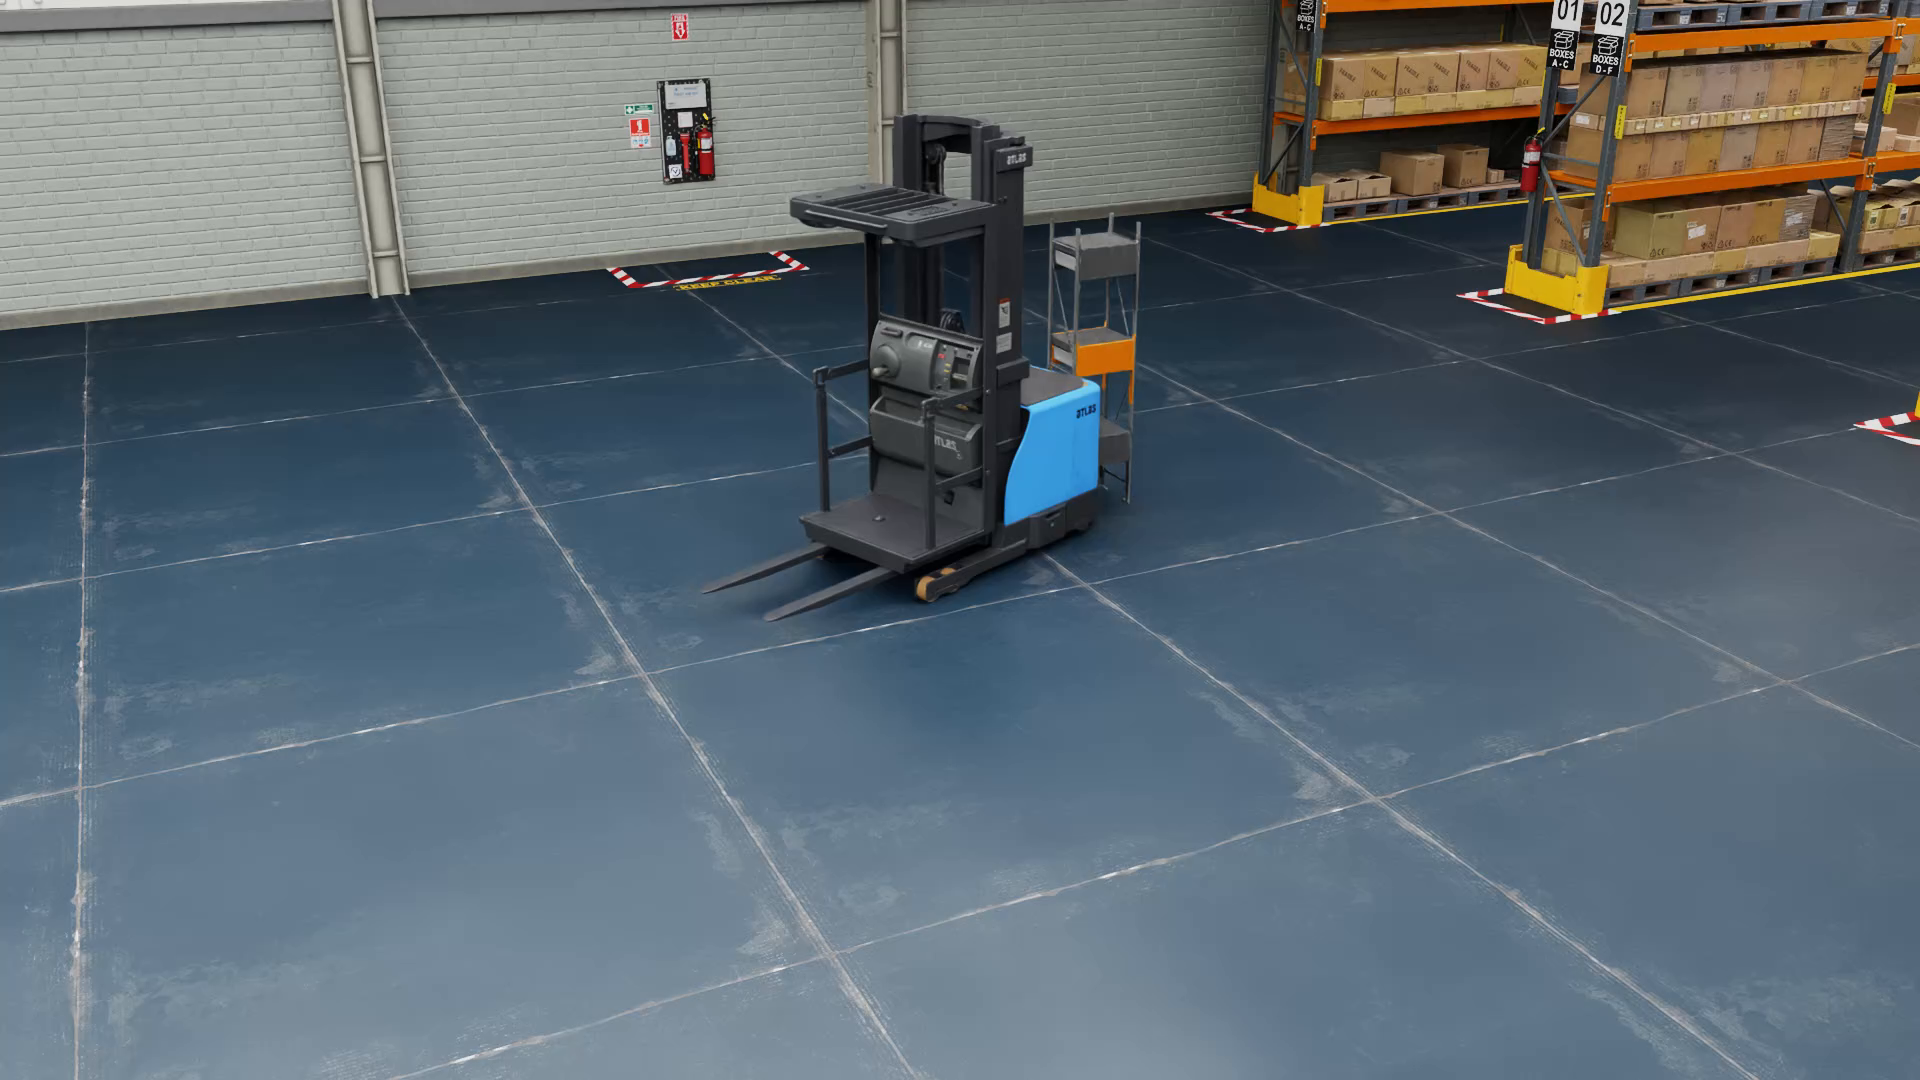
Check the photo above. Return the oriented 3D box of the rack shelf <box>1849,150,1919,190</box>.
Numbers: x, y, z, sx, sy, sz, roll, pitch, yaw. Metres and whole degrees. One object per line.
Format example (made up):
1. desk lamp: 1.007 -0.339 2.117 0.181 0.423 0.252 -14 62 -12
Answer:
1. rack shelf: 11.833 -4.636 19.968 4.000 0.370 1.077 -10 25 -24

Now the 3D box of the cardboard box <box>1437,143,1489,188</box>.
1. cardboard box: 6.961 -5.205 23.096 0.500 0.500 0.500 -12 26 -28

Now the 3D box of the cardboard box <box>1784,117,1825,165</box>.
1. cardboard box: 9.162 -4.517 18.610 0.500 0.500 0.700 -11 25 -24

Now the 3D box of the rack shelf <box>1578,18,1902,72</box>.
1. rack shelf: 8.229 -5.358 17.791 4.000 0.370 1.077 -10 25 -24

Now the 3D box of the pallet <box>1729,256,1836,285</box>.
1. pallet: 9.296 -3.230 19.278 1.213 0.211 1.003 -10 25 -24

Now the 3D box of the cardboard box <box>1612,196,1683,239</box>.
1. cardboard box: 7.676 -3.605 18.603 0.500 0.500 0.500 -10 25 -24

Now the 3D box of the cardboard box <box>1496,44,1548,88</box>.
1. cardboard box: 7.587 -6.444 22.586 0.500 0.500 0.500 -10 25 -24

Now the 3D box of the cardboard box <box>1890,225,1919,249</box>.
1. cardboard box: 10.963 -3.626 19.633 0.500 0.250 0.500 -10 24 -22

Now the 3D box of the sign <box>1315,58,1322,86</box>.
1. sign: 4.511 -5.892 20.931 0.005 0.325 0.100 -10 25 -24

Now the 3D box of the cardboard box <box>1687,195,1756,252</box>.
1. cardboard box: 8.359 -3.503 18.356 0.500 0.500 0.500 -10 25 -24

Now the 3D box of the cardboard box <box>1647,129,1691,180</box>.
1. cardboard box: 7.324 -4.181 17.797 0.500 0.500 0.700 -10 24 -22

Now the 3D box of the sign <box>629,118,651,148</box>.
1. sign: -3.662 -4.662 19.044 0.234 0.329 0.001 -10 25 -24

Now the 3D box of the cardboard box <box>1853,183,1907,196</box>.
1. cardboard box: 11.188 -4.155 20.180 0.500 0.311 0.500 -11 25 -24

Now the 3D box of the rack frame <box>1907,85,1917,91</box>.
1. rack frame: 15.088 -7.670 26.357 0.127 3.000 1.000 -10 25 -24

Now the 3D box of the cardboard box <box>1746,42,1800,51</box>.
1. cardboard box: 12.032 -7.192 24.656 0.500 0.500 0.500 -10 24 -22

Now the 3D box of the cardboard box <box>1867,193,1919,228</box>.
1. cardboard box: 10.965 -3.883 19.521 0.500 0.311 0.500 -11 25 -24

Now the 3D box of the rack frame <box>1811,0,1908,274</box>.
1. rack frame: 10.031 -4.636 19.029 0.127 3.000 1.000 -10 25 -24

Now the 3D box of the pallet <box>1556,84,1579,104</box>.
1. pallet: 8.631 -6.331 23.373 1.213 0.211 1.003 -10 25 -24

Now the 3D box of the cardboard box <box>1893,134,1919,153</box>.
1. cardboard box: 10.918 -4.597 19.262 0.250 0.149 0.380 -10 25 -24

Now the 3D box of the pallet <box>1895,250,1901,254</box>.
1. pallet: 11.779 -3.687 20.382 1.213 0.211 1.003 -10 25 -24

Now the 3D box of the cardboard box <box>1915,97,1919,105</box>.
1. cardboard box: 11.656 -4.975 19.715 0.500 0.500 0.500 -10 25 -24

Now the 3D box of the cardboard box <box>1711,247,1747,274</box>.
1. cardboard box: 8.359 -3.157 18.501 0.500 0.250 0.500 -10 25 -24

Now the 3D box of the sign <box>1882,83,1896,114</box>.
1. sign: 10.273 -4.882 18.386 0.005 0.325 0.100 -10 25 -24

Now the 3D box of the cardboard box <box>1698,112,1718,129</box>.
1. cardboard box: 7.803 -4.481 17.675 0.250 0.149 0.380 -11 25 -25

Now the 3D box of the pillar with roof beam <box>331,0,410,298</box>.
1. pillar with roof beam: -4.415 -5.391 13.009 0.400 9.000 9.100 -10 25 -24

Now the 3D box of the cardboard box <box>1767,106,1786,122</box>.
1. cardboard box: 8.734 -4.653 18.091 0.250 0.149 0.380 -10 24 -22

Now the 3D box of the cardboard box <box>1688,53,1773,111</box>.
1. cardboard box: 8.277 -4.956 17.975 0.500 0.500 0.700 -10 25 -24

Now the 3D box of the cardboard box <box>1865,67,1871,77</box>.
1. cardboard box: 13.742 -7.214 25.558 0.250 0.149 0.380 -11 25 -25

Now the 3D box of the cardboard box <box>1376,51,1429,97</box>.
1. cardboard box: 5.754 -6.103 21.762 0.500 0.500 0.500 -11 25 -25

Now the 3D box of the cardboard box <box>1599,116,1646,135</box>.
1. cardboard box: 6.874 -4.310 17.260 0.250 0.149 0.380 -11 25 -24

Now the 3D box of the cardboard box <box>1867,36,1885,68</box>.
1. cardboard box: 13.869 -7.531 25.476 0.500 0.500 0.500 -10 25 -24

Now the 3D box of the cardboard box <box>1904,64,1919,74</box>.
1. cardboard box: 14.689 -7.359 25.909 0.250 0.149 0.380 -10 24 -23

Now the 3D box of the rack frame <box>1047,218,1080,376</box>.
1. rack frame: 0.733 -1.232 11.981 0.015 2.100 0.400 -11 25 -24

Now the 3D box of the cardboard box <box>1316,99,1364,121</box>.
1. cardboard box: 4.852 -5.591 21.504 0.500 0.250 0.500 -11 25 -25

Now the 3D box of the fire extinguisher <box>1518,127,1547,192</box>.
1. fire extinguisher: 6.119 -4.078 17.780 0.183 0.674 0.296 -10 25 -24

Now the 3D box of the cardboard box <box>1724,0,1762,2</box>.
1. cardboard box: 8.042 -5.845 17.164 0.500 0.500 0.500 -10 25 -24

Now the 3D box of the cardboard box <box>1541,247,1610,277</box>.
1. cardboard box: 6.782 -3.087 18.332 0.500 0.250 0.500 -10 25 -24

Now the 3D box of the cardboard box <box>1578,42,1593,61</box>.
1. cardboard box: 8.859 -6.755 23.442 0.500 0.500 0.700 -8 24 -18

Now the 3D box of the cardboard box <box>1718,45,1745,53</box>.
1. cardboard box: 11.064 -7.174 24.454 0.500 0.500 0.700 -14 26 -30

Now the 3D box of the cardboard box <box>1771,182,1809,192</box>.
1. cardboard box: 9.477 -3.937 19.406 0.500 0.500 0.500 -10 25 -24

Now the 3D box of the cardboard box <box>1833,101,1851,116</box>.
1. cardboard box: 9.655 -4.823 18.501 0.250 0.149 0.380 -11 25 -25

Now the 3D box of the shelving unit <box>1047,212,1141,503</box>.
1. shelving unit: 0.951 -1.274 12.082 0.503 2.100 0.431 -11 25 -24

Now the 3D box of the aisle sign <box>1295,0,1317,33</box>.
1. aisle sign: 4.340 -6.765 20.773 0.004 0.787 0.394 -10 25 -24

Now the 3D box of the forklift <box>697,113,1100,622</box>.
1. forklift: -0.374 -1.171 10.746 1.130 2.935 3.031 19 29 39

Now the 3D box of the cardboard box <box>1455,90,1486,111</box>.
1. cardboard box: 6.685 -5.931 22.327 0.500 0.250 0.500 -11 25 -24

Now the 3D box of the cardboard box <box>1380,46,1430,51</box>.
1. cardboard box: 5.983 -6.368 22.402 0.500 0.500 0.500 -10 25 -23
